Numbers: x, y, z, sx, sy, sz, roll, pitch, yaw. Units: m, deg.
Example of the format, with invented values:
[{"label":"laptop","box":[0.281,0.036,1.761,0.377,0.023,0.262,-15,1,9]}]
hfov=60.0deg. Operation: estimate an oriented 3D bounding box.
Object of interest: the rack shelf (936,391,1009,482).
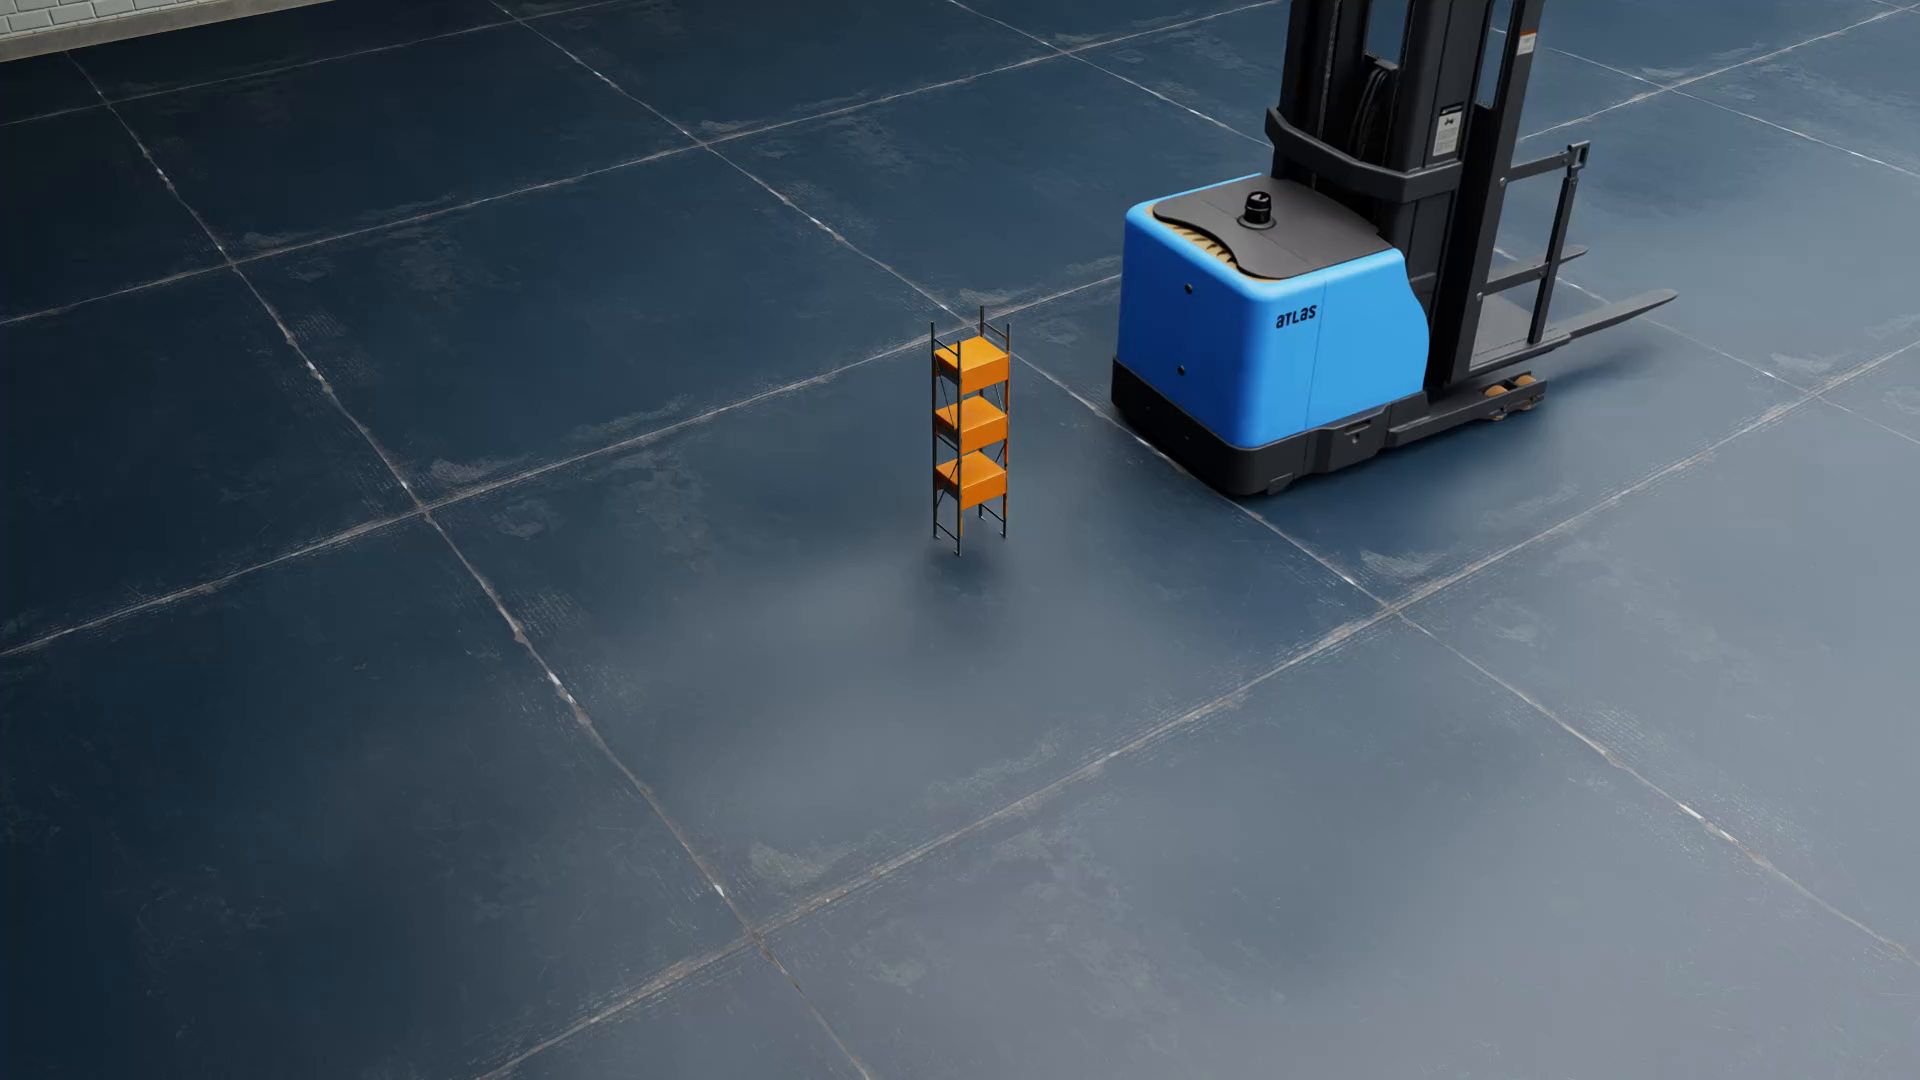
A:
[{"label":"rack shelf","box":[0.044,-0.436,6.975,0.240,0.259,0.215,-22,41,-28]}]

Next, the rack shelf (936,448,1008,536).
[{"label":"rack shelf","box":[0.044,-0.210,7.137,0.240,0.259,0.215,-22,41,-28]}]

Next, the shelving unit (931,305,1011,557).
[{"label":"shelving unit","box":[0.044,-0.444,6.968,0.252,1.050,0.215,-22,41,-28]}]

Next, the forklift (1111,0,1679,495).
[{"label":"forklift","box":[2.267,-2.016,7.543,3.031,2.935,1.130,-19,40,-24]}]

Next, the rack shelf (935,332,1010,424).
[{"label":"rack shelf","box":[0.044,-0.666,6.809,0.240,0.259,0.215,-22,41,-28]}]

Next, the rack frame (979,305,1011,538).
[{"label":"rack frame","box":[0.143,-0.485,7.026,0.008,1.050,0.200,-22,41,-28]}]

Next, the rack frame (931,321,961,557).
[{"label":"rack frame","box":[-0.056,-0.403,6.911,0.008,1.050,0.200,-22,41,-28]}]
